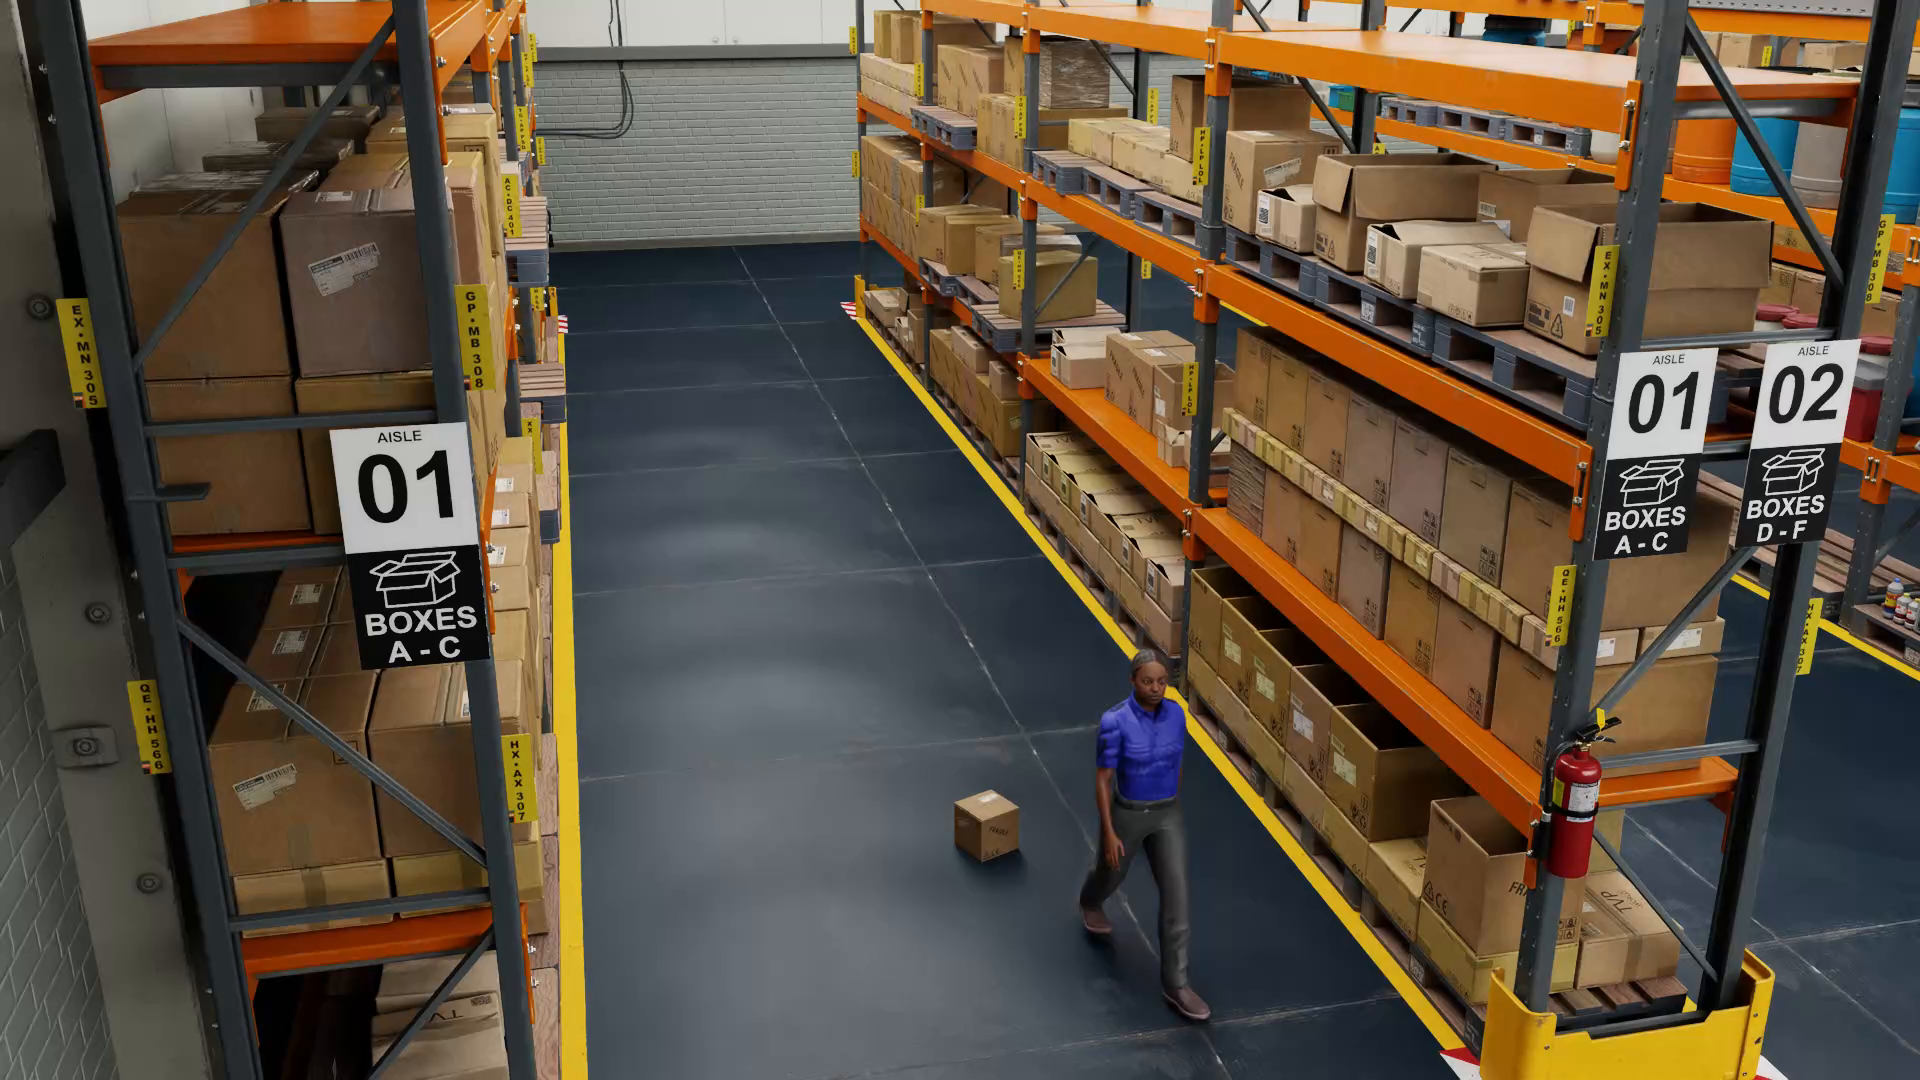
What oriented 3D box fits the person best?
[{"bbox_3d":[0.834,1.265,7.561,0.476,1.600,1.011,-5,20,-14],"label":"person"}]
